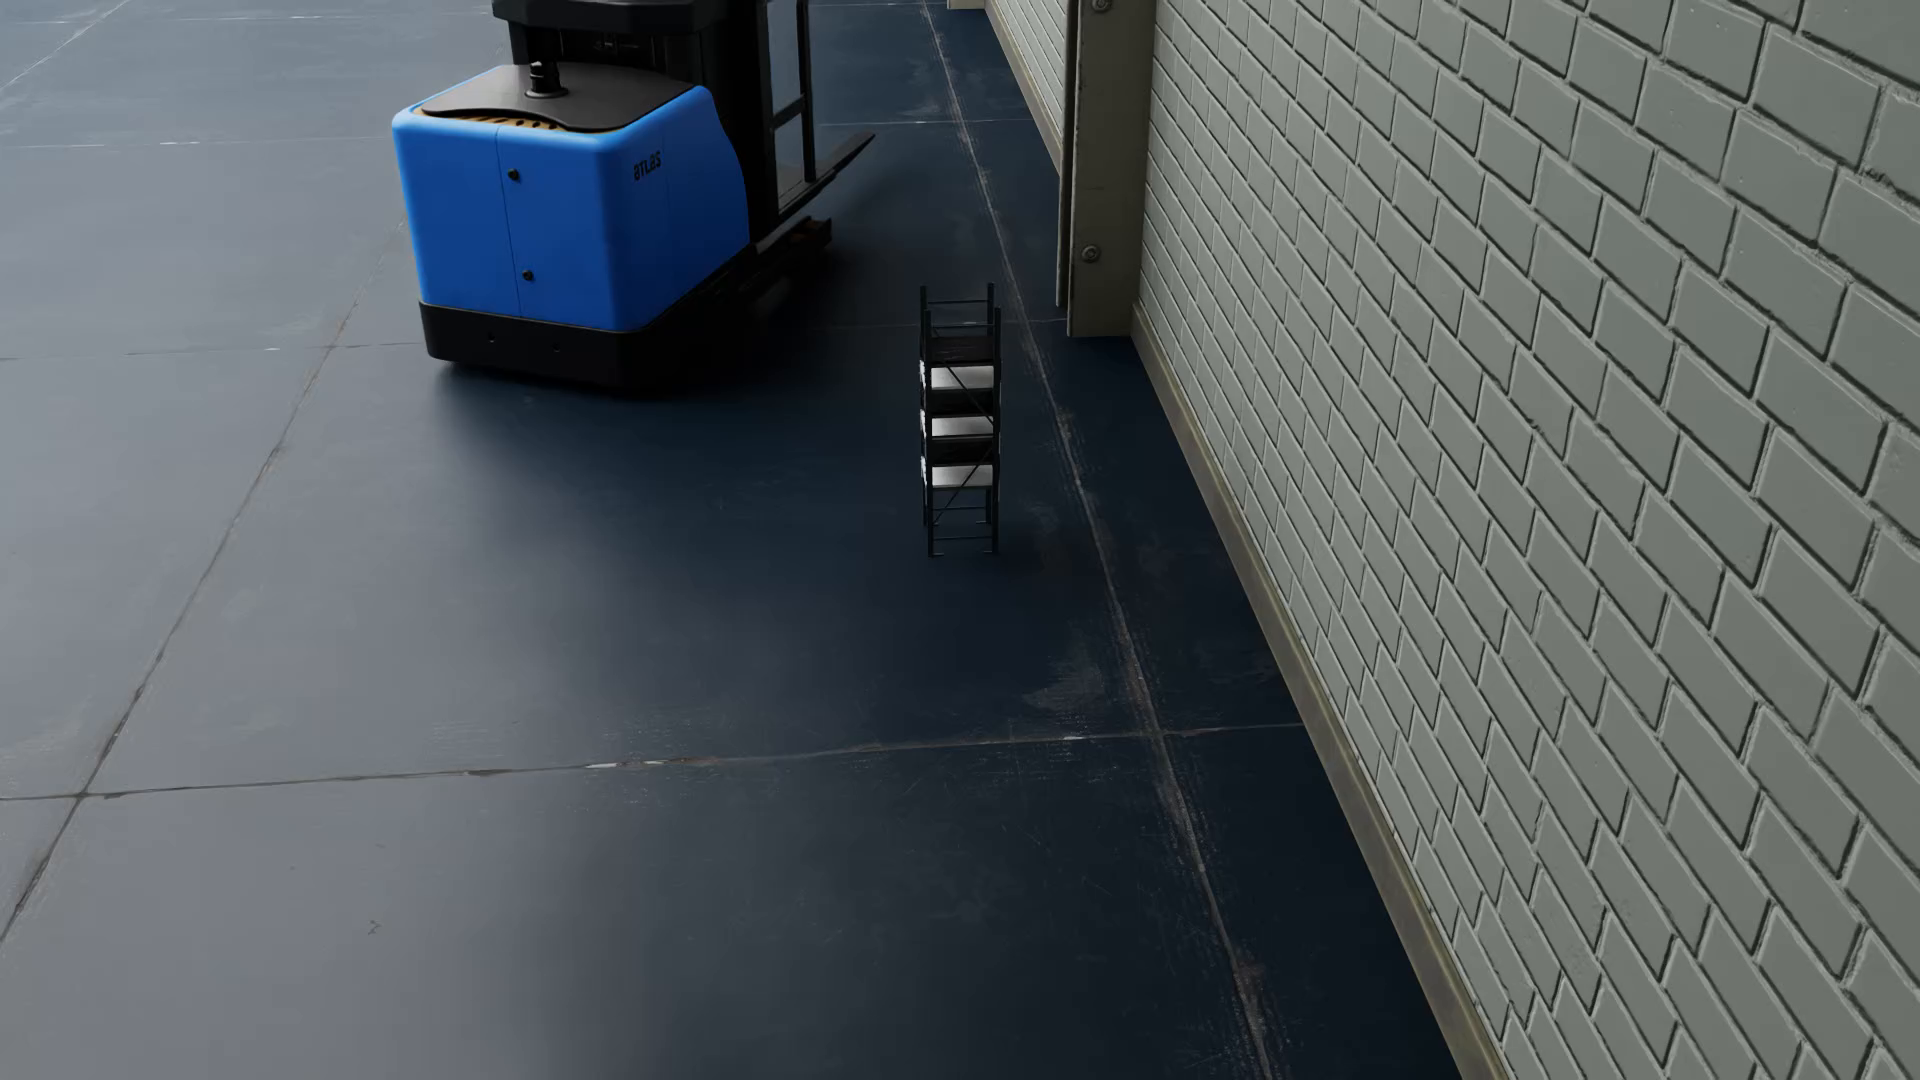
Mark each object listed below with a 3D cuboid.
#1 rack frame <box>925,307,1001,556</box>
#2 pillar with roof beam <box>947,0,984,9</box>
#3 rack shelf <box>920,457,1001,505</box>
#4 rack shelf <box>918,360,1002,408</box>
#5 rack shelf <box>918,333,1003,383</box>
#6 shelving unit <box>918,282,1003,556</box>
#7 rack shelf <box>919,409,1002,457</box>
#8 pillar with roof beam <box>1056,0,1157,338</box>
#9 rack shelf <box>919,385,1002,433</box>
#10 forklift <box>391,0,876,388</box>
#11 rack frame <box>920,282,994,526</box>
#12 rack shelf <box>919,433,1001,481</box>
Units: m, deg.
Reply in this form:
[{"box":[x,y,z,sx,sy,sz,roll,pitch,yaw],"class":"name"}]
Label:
[{"box":[0.009,-0.339,5.439,0.240,0.900,0.006,-3,31,-5],"class":"rack frame"},{"box":[-4.239,-7.709,9.880,9.100,9.000,0.400,-3,31,-5],"class":"pillar with roof beam"},{"box":[-0.001,-0.207,5.636,0.258,0.077,0.200,-3,31,-5],"class":"rack shelf"},{"box":[-0.001,-0.516,5.451,0.258,0.077,0.200,-3,31,-5],"class":"rack shelf"},{"box":[-0.001,-0.594,5.405,0.258,0.077,0.200,-3,31,-5],"class":"rack shelf"},{"box":[-0.001,-0.390,5.526,0.258,0.900,0.210,-3,31,-5],"class":"shelving unit"},{"box":[-0.001,-0.362,5.543,0.258,0.077,0.200,-3,31,-5],"class":"rack shelf"},{"box":[-3.679,-4.645,4.752,9.100,9.000,0.400,-3,31,-5],"class":"pillar with roof beam"},{"box":[-0.001,-0.439,5.497,0.258,0.077,0.200,-3,31,-5],"class":"rack shelf"},{"box":[-1.263,-2.607,7.257,1.130,2.935,3.031,10,32,16],"class":"forklift"},{"box":[-0.010,-0.442,5.613,0.240,0.900,0.006,-3,31,-5],"class":"rack frame"},{"box":[-0.001,-0.285,5.589,0.258,0.077,0.200,-3,31,-5],"class":"rack shelf"}]
